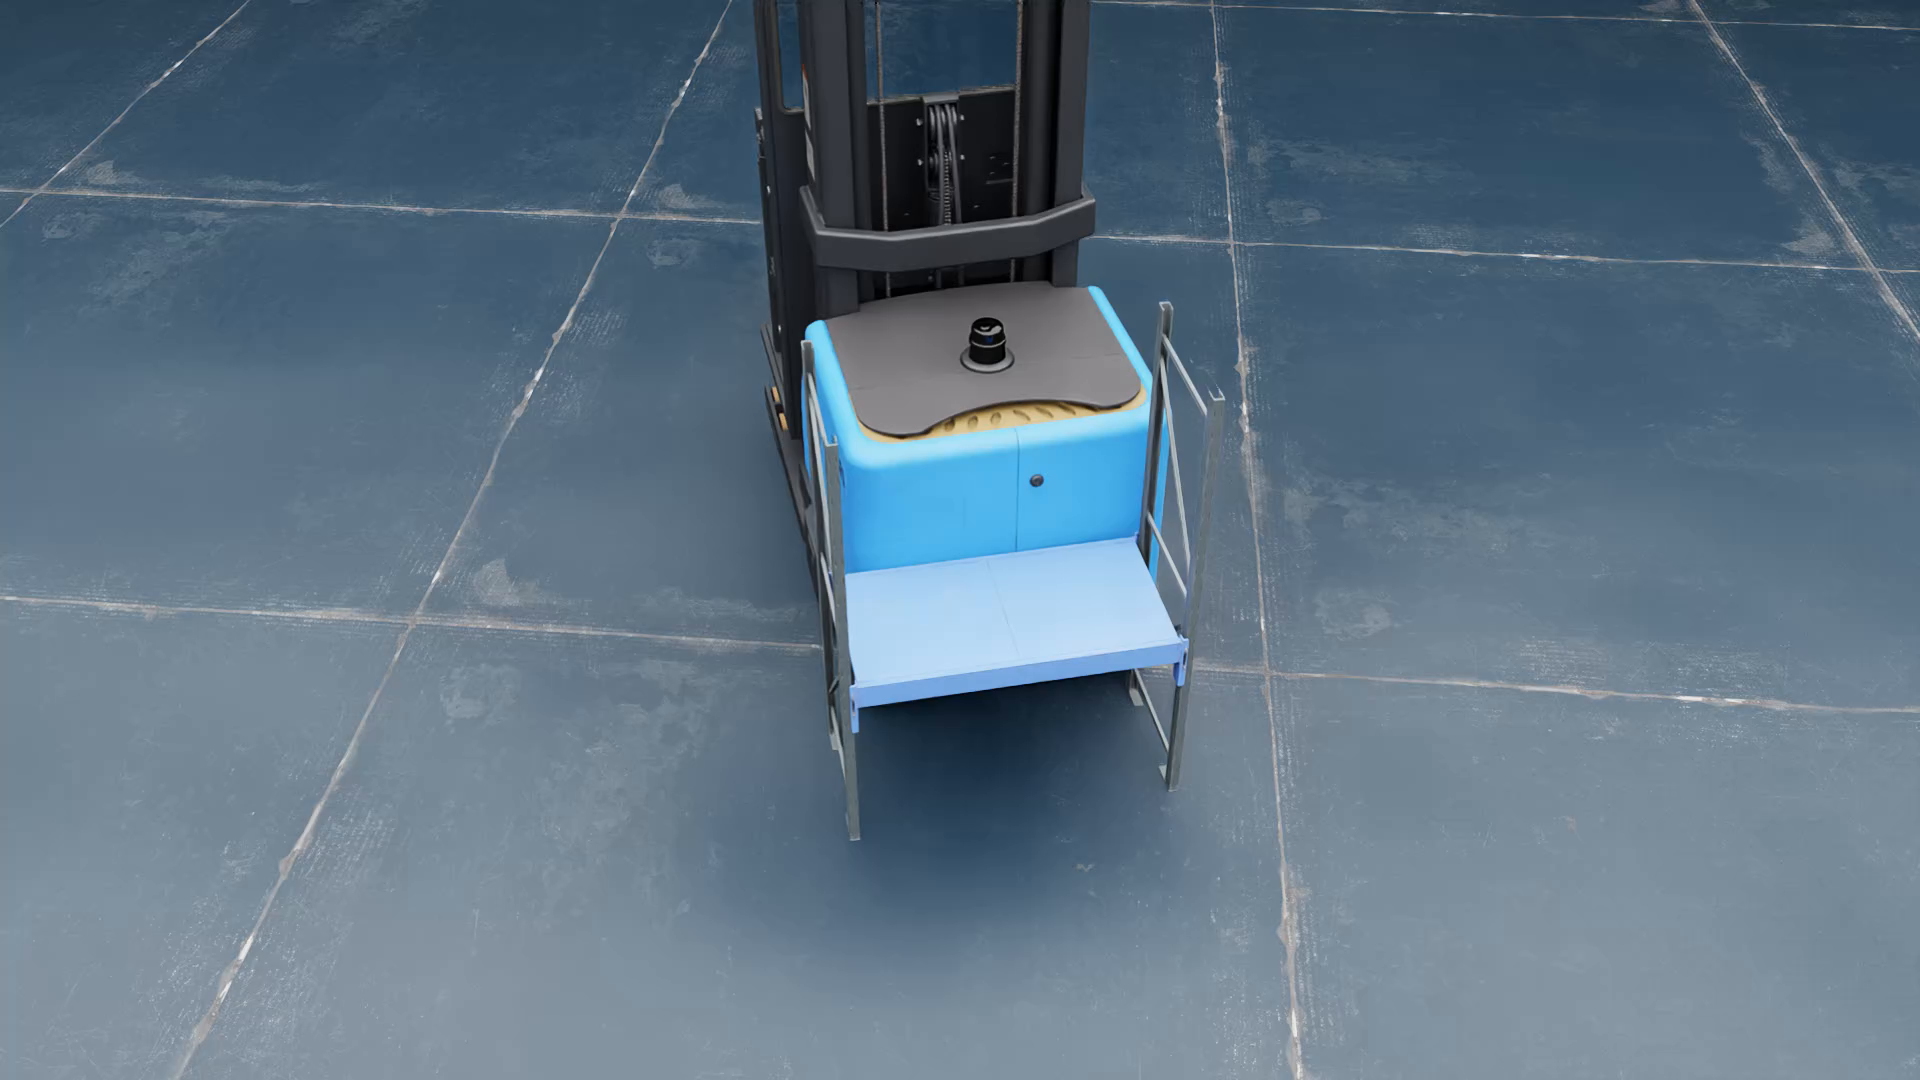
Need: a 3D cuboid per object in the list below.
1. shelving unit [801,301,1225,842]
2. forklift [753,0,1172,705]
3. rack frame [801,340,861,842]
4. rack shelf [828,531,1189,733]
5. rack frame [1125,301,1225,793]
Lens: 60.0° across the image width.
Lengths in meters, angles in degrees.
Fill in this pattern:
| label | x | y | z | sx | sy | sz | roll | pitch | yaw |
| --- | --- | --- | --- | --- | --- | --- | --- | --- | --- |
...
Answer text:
| label | x | y | z | sx | sy | sz | roll | pitch | yaw |
| --- | --- | --- | --- | --- | --- | --- | --- | --- | --- |
| shelving unit | 0.128 | 0.126 | 4.906 | 1.048 | 1.500 | 0.538 | -7 | 40 | -9 |
| forklift | -0.176 | -1.530 | 5.808 | 1.130 | 2.935 | 3.031 | -9 | 40 | -10 |
| rack frame | -0.371 | 0.190 | 4.828 | 0.032 | 1.500 | 0.500 | -7 | 40 | -9 |
| rack shelf | 0.128 | 0.266 | 5.020 | 1.000 | 0.185 | 0.538 | -7 | 40 | -9 |
| rack frame | 0.626 | 0.063 | 4.985 | 0.032 | 1.500 | 0.500 | -7 | 40 | -9 |
